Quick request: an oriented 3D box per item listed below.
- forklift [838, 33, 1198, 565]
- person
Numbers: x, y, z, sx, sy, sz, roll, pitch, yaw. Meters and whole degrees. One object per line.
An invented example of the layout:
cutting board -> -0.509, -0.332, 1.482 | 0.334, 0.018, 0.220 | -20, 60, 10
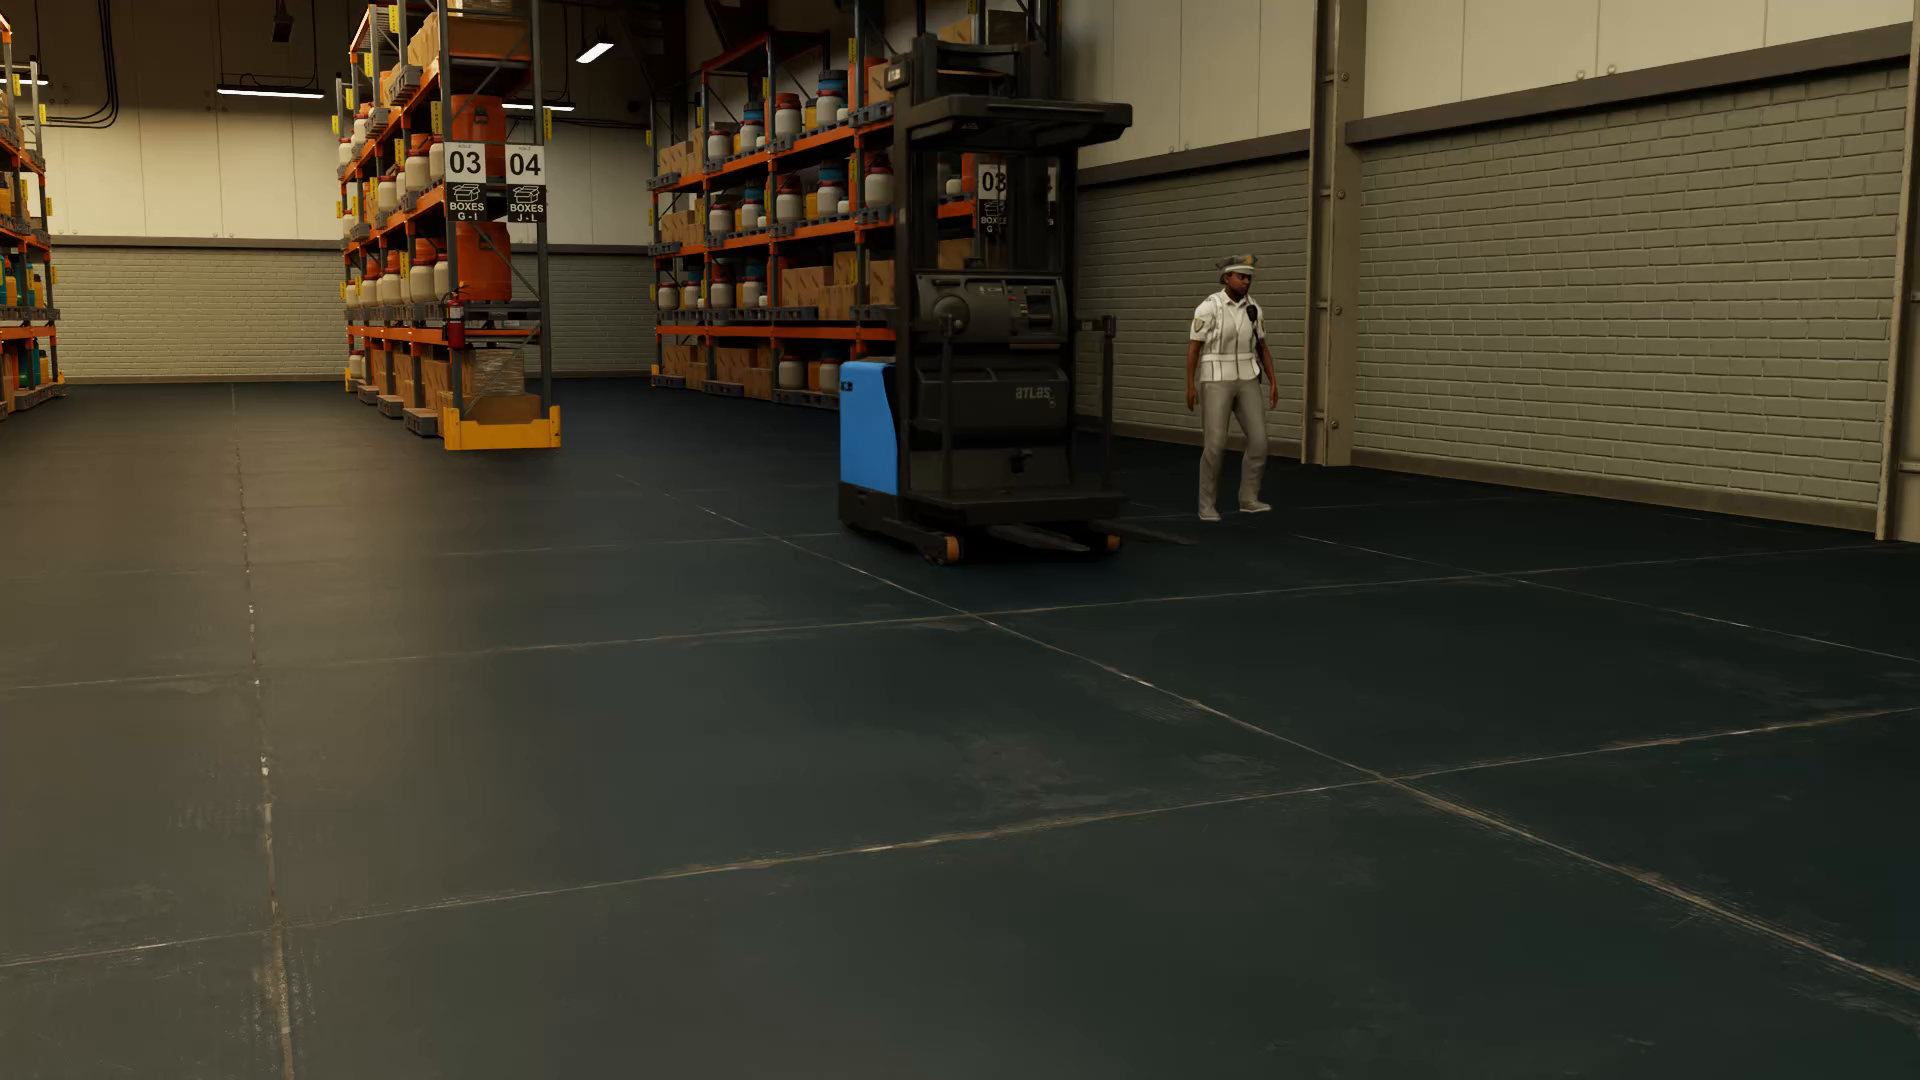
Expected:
forklift -> 0.275, -1.378, 9.391 | 1.130, 2.935, 3.031 | -3, 8, -24
person -> 1.739, -0.970, 10.579 | 0.603, 1.673, 0.400 | -2, 8, -16
